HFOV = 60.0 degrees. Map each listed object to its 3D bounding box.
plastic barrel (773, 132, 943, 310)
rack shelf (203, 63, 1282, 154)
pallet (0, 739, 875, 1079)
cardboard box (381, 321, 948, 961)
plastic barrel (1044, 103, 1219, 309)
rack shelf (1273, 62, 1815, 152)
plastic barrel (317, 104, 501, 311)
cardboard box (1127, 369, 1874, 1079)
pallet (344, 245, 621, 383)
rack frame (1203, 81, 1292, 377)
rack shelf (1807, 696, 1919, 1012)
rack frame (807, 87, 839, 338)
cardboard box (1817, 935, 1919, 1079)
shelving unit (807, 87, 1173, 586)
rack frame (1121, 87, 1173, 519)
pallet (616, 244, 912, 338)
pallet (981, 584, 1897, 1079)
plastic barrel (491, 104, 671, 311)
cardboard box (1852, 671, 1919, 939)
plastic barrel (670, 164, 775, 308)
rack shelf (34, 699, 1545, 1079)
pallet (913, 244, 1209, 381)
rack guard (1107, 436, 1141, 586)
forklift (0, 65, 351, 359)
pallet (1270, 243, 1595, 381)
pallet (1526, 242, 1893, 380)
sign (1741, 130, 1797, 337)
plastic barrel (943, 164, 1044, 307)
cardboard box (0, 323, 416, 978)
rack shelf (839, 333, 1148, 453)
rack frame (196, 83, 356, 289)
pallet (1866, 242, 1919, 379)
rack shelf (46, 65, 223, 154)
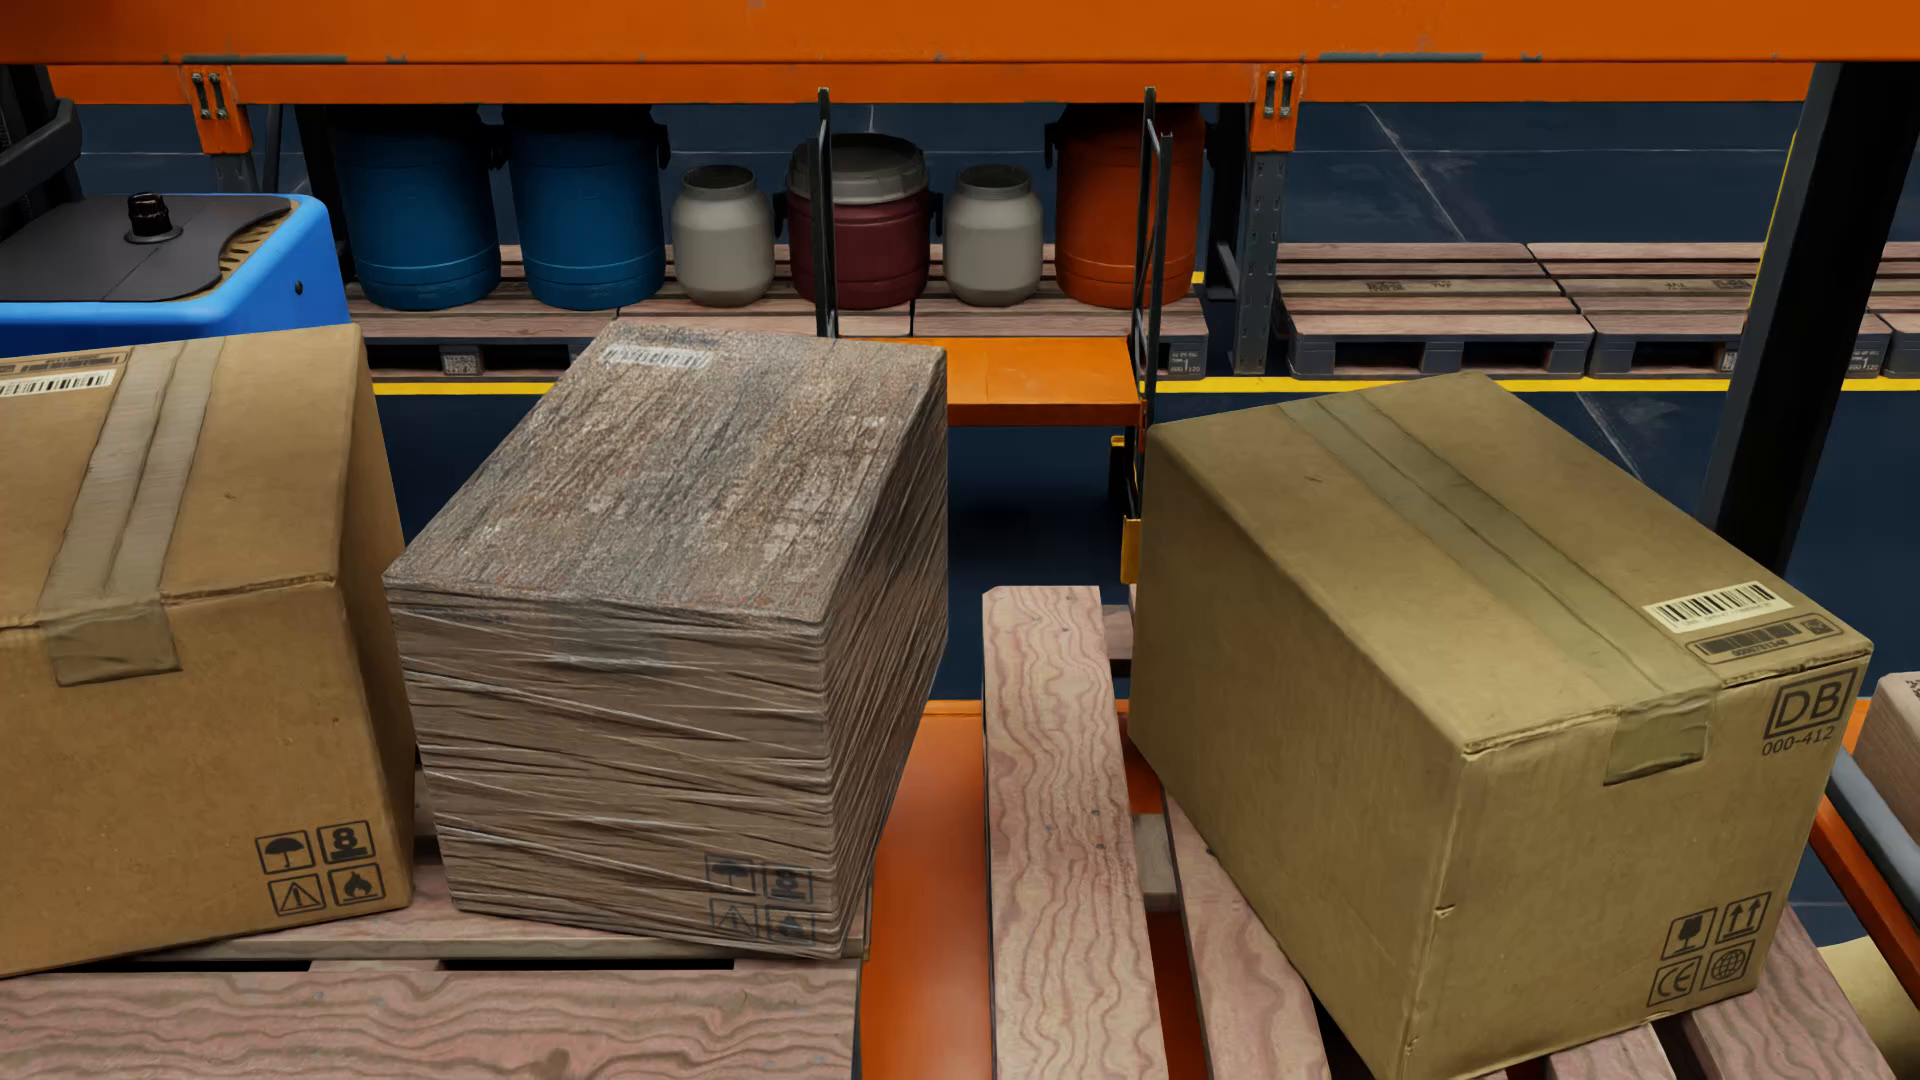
[{"bbox_3d":[-0.426,-1.350,7.004,0.708,0.588,0.600,0,31,0],"label":"plastic barrel"},{"bbox_3d":[-0.808,-1.902,6.687,4.000,0.370,1.077,0,31,0],"label":"rack shelf"},{"bbox_3d":[-0.726,0.444,2.311,1.213,0.211,1.003,0,31,0],"label":"pallet"},{"bbox_3d":[-0.327,0.096,2.200,0.500,0.500,0.700,6,32,9],"label":"cardboard box"},{"bbox_3d":[0.703,-1.457,6.947,0.708,0.830,0.600,0,31,0],"label":"plastic barrel"},{"bbox_3d":[3.192,-1.915,6.707,4.000,0.370,1.077,0,31,0],"label":"rack shelf"},{"bbox_3d":[-2.264,-1.479,6.913,0.708,0.901,0.600,0,31,0],"label":"plastic barrel"},{"bbox_3d":[0.589,0.192,2.041,0.500,0.500,0.700,-11,33,-17],"label":"cardboard box"},{"bbox_3d":[-2.036,-0.992,7.181,1.213,0.211,1.003,0,31,0],"label":"pallet"},{"bbox_3d":[1.192,-2.216,6.510,0.127,3.000,1.000,0,31,0],"label":"rack frame"},{"bbox_3d":[3.218,0.655,2.472,4.000,0.370,1.077,0,31,0],"label":"rack shelf"},{"bbox_3d":[-0.423,-0.640,5.359,0.032,1.500,0.500,0,31,0],"label":"rack frame"},{"bbox_3d":[1.741,0.980,2.948,0.500,0.311,0.500,1,31,1],"label":"cardboard box"},{"bbox_3d":[0.076,-0.641,5.361,1.083,1.500,0.587,0,31,0],"label":"shelving unit"},{"bbox_3d":[0.594,-0.643,5.364,0.032,1.500,0.500,0,31,0],"label":"rack frame"},{"bbox_3d":[-0.813,-0.997,7.190,1.213,0.211,1.003,0,31,0],"label":"pallet"},{"bbox_3d":[0.541,0.474,2.262,1.003,0.211,1.213,0,31,0],"label":"pallet"},{"bbox_3d":[-1.556,-1.481,6.917,0.708,0.901,0.600,0,31,0],"label":"plastic barrel"},{"bbox_3d":[1.582,0.413,2.263,0.500,0.311,0.500,2,31,3],"label":"cardboard box"},{"bbox_3d":[-0.990,-1.270,6.944,0.421,0.512,0.421,0,31,0],"label":"plastic barrel"},{"bbox_3d":[-0.782,0.667,2.452,4.000,0.370,1.077,0,31,0],"label":"rack shelf"},{"bbox_3d":[0.404,-1.000,7.194,1.213,0.211,1.003,0,31,0],"label":"pallet"},{"bbox_3d":[0.574,-0.109,5.688,0.087,0.250,0.587,0,31,0],"label":"rack guard"},{"bbox_3d":[-3.630,-1.263,5.006,3.031,2.935,1.130,0,31,0],"label":"forklift"},{"bbox_3d":[1.967,-1.006,7.204,1.213,0.211,1.003,0,31,0],"label":"pallet"},{"bbox_3d":[3.184,-1.008,7.208,1.213,0.211,1.003,0,31,0],"label":"pallet"},{"bbox_3d":[1.212,-0.429,2.450,0.005,0.325,0.100,0,31,0],"label":"sign"},{"bbox_3d":[0.139,-1.273,6.950,0.421,0.512,0.421,0,31,0],"label":"plastic barrel"},{"bbox_3d":[-1.015,0.106,2.182,0.500,0.500,0.700,-8,32,-13],"label":"cardboard box"},{"bbox_3d":[0.085,-0.488,5.455,1.000,0.185,0.538,0,31,0],"label":"rack shelf"},{"bbox_3d":[-2.808,-2.203,6.490,0.127,3.000,1.000,0,31,0],"label":"rack frame"},{"bbox_3d":[4.407,-1.014,7.217,1.213,0.211,1.003,0,31,0],"label":"pallet"},{"bbox_3d":[-4.808,-1.889,6.666,4.000,0.370,1.077,0,31,0],"label":"rack shelf"}]
